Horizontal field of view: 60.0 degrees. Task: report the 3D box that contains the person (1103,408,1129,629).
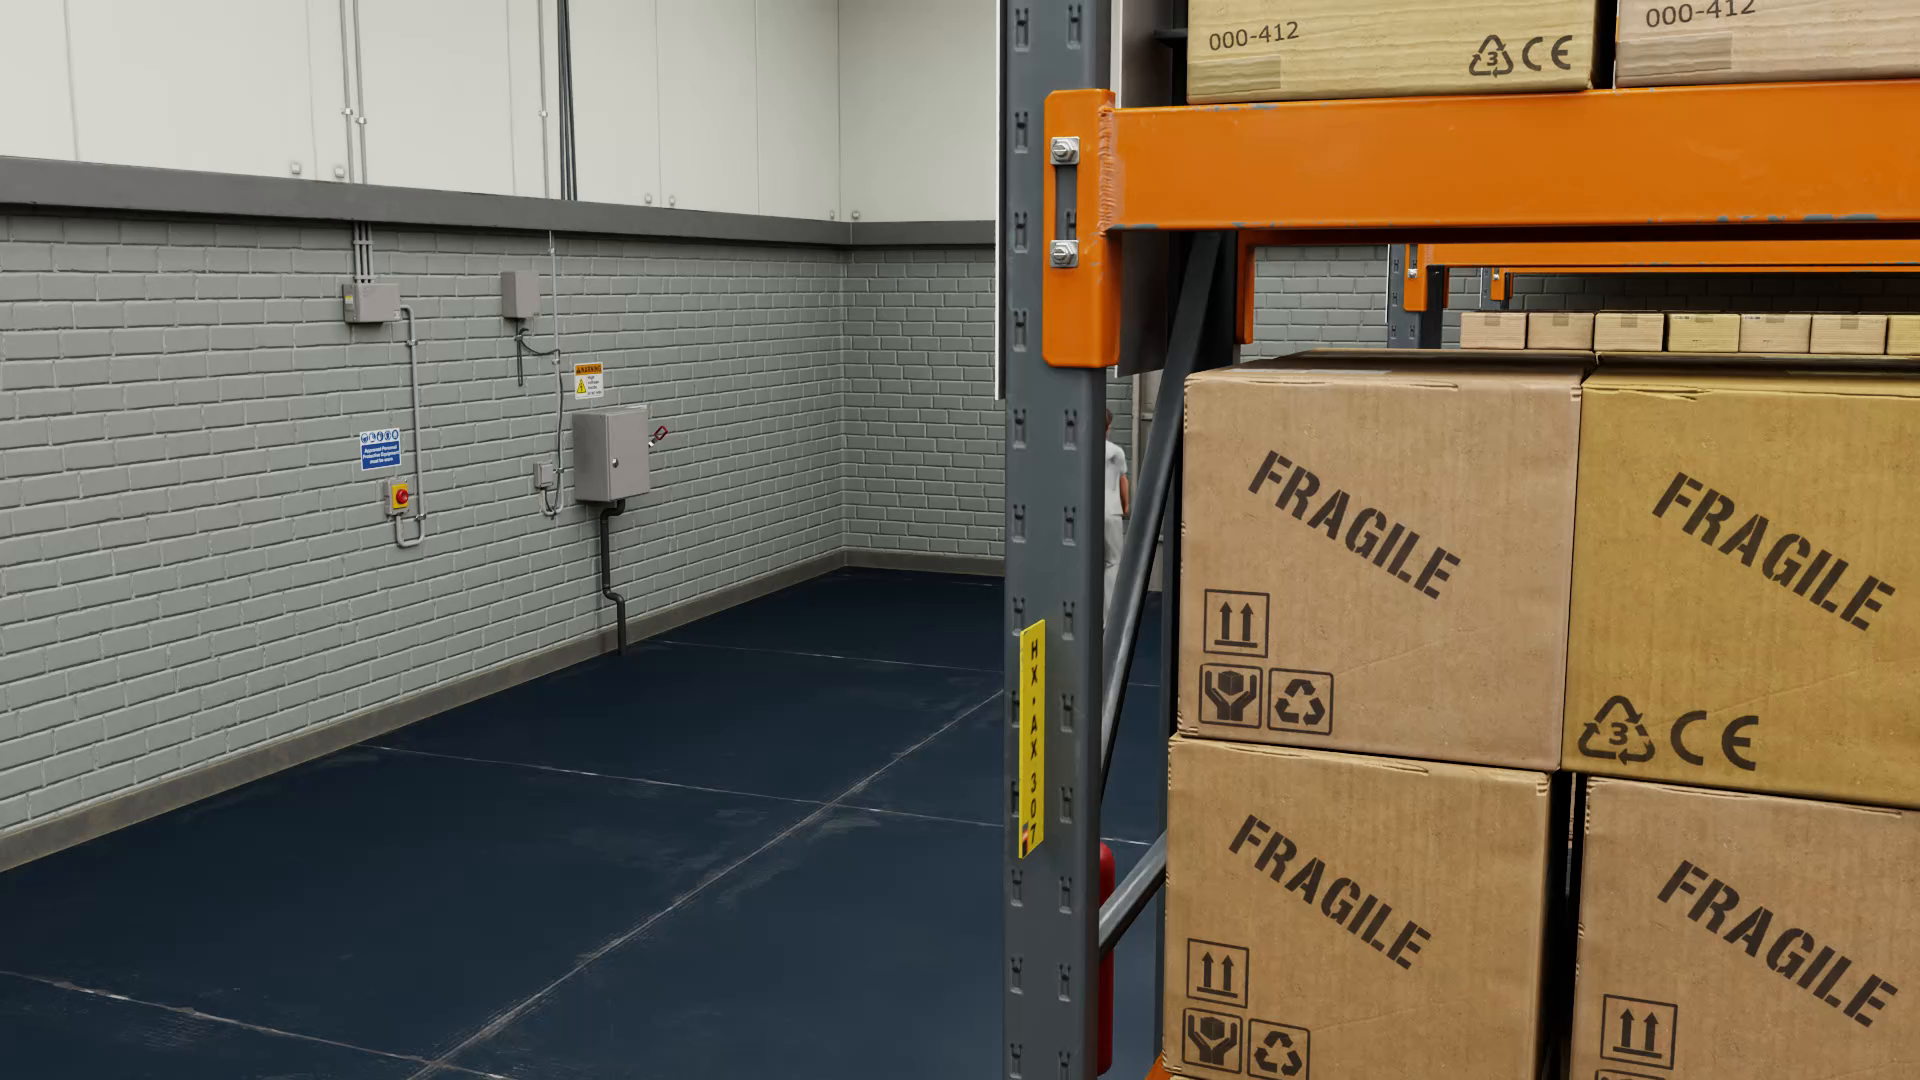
[{"bbox_3d":[1.068,-0.178,12.561,0.410,1.667,0.507,3,9,20],"label":"person"}]
